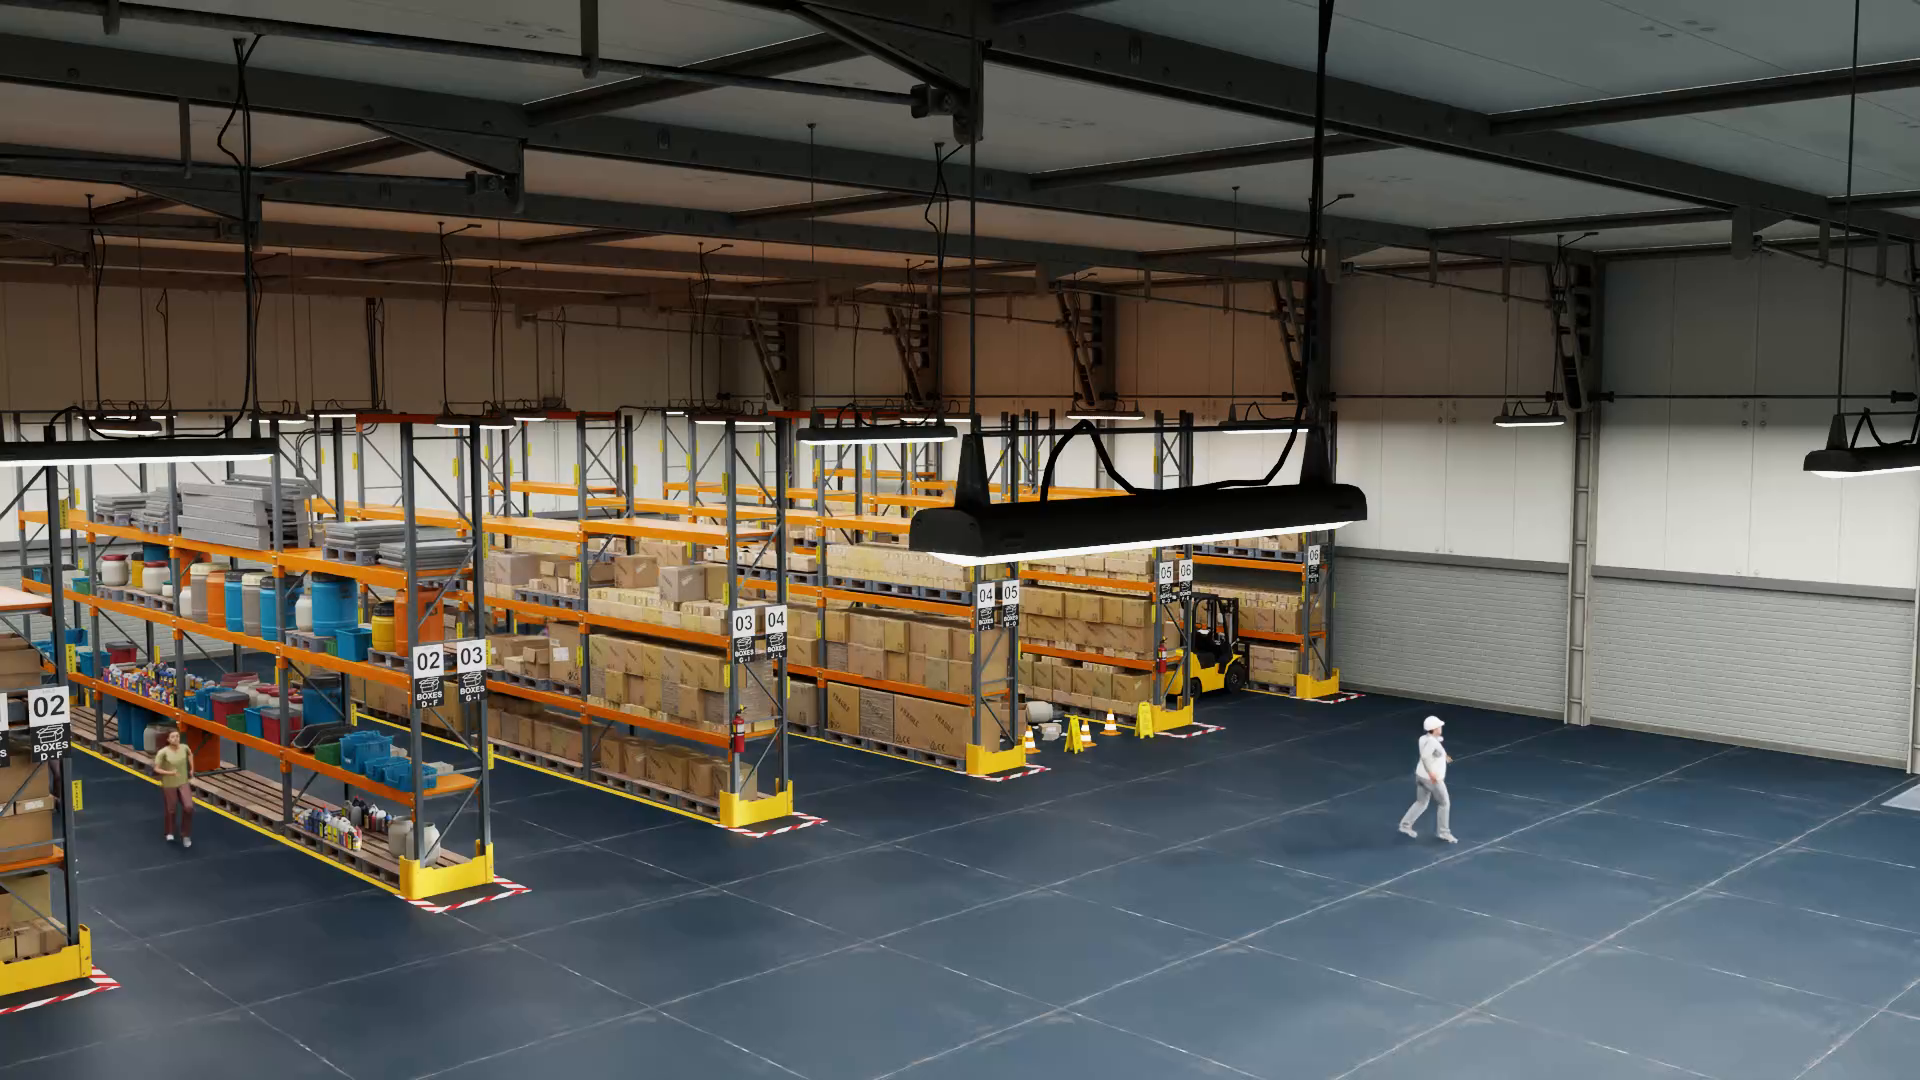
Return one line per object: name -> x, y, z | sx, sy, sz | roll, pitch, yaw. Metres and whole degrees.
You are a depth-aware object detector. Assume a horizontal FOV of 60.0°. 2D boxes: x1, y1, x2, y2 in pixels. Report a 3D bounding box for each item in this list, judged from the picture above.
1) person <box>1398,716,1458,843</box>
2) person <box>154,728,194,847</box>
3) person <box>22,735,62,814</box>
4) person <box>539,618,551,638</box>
person -> 6.648, 3.396, 23.601 | 0.834, 1.809, 0.649 | -1, 5, -11
person -> -11.013, 3.484, 23.370 | 0.588, 1.714, 0.688 | -5, 7, -43
person -> -13.933, 3.280, 25.301 | 0.801, 1.784, 0.643 | 4, 7, 41
person -> -8.729, 2.465, 35.285 | 0.678, 1.635, 0.516 | 5, 7, 42
